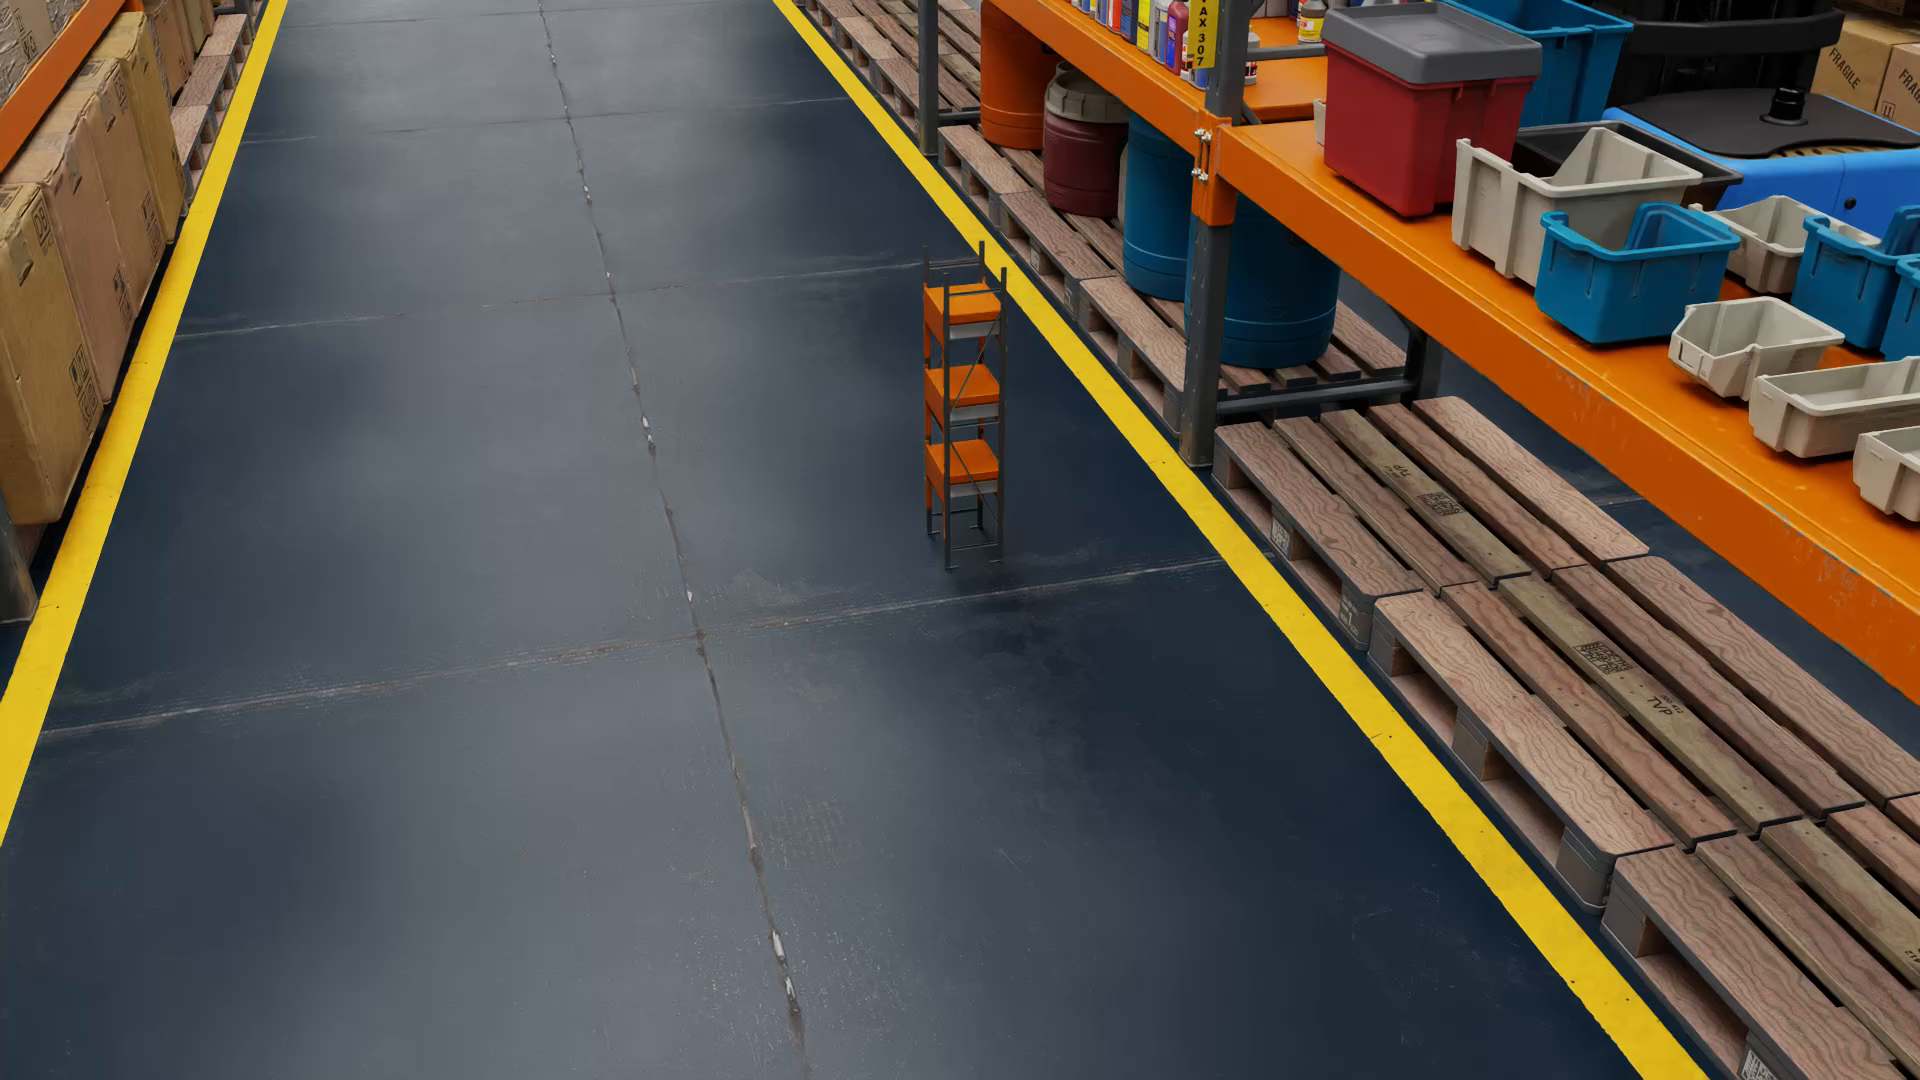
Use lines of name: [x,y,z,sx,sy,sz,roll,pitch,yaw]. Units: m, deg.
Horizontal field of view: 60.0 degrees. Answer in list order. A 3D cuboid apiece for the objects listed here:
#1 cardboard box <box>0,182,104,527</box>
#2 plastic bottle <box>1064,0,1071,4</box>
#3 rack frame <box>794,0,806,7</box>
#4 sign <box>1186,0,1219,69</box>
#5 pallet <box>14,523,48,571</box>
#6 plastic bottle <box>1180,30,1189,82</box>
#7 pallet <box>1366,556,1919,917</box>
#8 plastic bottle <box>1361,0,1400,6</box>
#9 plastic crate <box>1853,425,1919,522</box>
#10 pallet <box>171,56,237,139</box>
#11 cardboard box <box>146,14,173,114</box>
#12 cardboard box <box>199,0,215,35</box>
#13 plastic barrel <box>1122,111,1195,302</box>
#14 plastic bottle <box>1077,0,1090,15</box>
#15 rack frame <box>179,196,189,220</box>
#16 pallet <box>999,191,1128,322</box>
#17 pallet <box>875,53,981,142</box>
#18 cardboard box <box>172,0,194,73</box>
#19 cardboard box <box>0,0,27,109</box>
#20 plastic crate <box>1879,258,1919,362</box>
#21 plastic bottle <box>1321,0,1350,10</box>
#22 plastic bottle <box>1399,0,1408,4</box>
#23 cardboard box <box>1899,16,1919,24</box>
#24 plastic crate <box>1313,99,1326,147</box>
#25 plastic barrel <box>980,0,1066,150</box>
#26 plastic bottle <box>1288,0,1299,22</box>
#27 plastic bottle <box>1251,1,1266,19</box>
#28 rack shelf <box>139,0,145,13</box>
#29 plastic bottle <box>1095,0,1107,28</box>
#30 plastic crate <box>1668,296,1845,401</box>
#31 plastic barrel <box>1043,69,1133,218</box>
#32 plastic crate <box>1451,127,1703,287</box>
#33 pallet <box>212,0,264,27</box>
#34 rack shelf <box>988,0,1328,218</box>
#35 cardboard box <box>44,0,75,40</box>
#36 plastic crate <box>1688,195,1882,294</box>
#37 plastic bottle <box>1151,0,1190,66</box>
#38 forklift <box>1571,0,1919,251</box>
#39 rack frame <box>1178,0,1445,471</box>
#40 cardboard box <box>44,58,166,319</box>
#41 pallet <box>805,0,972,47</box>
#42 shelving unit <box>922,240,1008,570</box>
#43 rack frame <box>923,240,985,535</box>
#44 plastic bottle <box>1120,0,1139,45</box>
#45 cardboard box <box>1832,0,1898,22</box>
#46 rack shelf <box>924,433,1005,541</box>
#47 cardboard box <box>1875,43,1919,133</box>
cardboard box: [-3.640,-0.564,5.432,1.225,0.875,0.875,-8,31,-13]
plastic bottle: [0.475,-2.454,7.111,0.061,0.283,0.133,-8,31,-13]
rack frame: [-0.799,-5.518,12.289,1.000,3.000,0.127,-8,31,-13]
sign: [0.793,-1.702,5.419,0.100,0.325,0.005,-8,31,-13]
pallet: [-3.728,-0.151,5.801,1.003,0.211,1.213,-8,31,-13]
plastic bottle: [0.851,-1.768,6.008,0.097,0.201,0.097,0,30,0]
pallet: [1.884,0.493,4.688,1.003,0.211,1.213,-8,31,-13]
plastic bottle: [1.533,-1.865,6.028,0.144,0.351,0.185,-8,31,-13]
plastic crate: [1.932,-0.146,3.211,0.396,0.136,0.243,-8,31,-13]
pallet: [-5.039,-2.686,10.181,1.003,0.211,1.213,-8,31,-13]
cardboard box: [-4.869,-2.623,9.344,0.700,0.500,0.500,-10,32,-17]
cardboard box: [-5.432,-3.669,11.150,0.700,0.500,0.500,-10,32,-17]
plastic barrel: [1.008,-1.535,7.083,0.600,0.901,0.708,-8,31,-13]
plastic bottle: [0.580,-2.345,6.931,0.152,0.276,0.135,-8,31,-13]
rack frame: [-4.513,-2.928,7.814,1.000,3.000,0.127,-8,31,-13]
pallet: [0.832,-1.416,7.985,1.003,0.211,1.213,-8,31,-13]
pallet: [0.094,-2.759,10.305,1.003,0.211,1.213,-8,31,-13]
cardboard box: [-5.175,-3.166,10.281,0.700,0.500,0.500,-11,32,-18]
cardboard box: [-3.599,-1.779,5.729,0.500,0.500,0.500,-9,31,-14]
plastic crate: [2.288,-0.475,3.683,0.416,0.233,0.300,-8,31,-13]
plastic bottle: [1.472,-2.051,6.424,0.152,0.276,0.135,-8,31,-13]
plastic bottle: [1.603,-1.902,6.158,0.061,0.283,0.133,-8,31,-13]
cardboard box: [5.651,-2.681,9.444,0.500,0.500,0.500,-9,31,-15]
plastic crate: [1.310,-1.322,5.243,0.396,0.136,0.243,-8,31,-13]
plastic barrel: [0.409,-2.595,8.985,0.600,0.830,0.708,-8,31,-13]
plastic bottle: [1.403,-2.266,6.788,0.061,0.283,0.133,-8,31,-13]
plastic bottle: [1.176,-2.302,6.856,0.152,0.276,0.135,-8,31,-13]
rack shelf: [-5.044,-3.582,9.663,1.077,0.370,4.000,-8,31,-13]
plastic bottle: [0.642,-2.233,6.737,0.152,0.276,0.135,-8,31,-13]
plastic crate: [1.738,-0.418,3.680,0.298,0.136,0.250,-8,31,-13]
plastic barrel: [0.709,-1.945,8.104,0.600,0.588,0.708,-8,31,-13]
plastic crate: [1.552,-0.867,4.312,0.437,0.282,0.530,-8,31,-13]
pallet: [-5.787,-3.972,12.402,1.003,0.211,1.213,-8,31,-13]
rack shelf: [0.793,-2.309,7.463,1.077,0.370,4.000,-8,31,-13]
cardboard box: [-3.875,-2.273,6.584,0.500,0.500,0.500,-9,31,-15]
plastic crate: [2.076,-0.765,4.281,0.293,0.136,0.466,-8,31,-13]
plastic bottle: [0.811,-1.924,6.204,0.152,0.276,0.135,-8,31,-13]
forklift: [2.893,-2.446,7.051,1.130,2.935,3.031,-6,31,-10]
rack frame: [1.324,-1.654,5.614,1.000,3.000,0.127,-8,31,-13]
cardboard box: [-4.120,-1.422,6.914,1.225,0.875,0.875,-8,31,-13]
pallet: [-0.553,-3.937,12.341,1.003,0.211,1.213,-8,31,-13]
shelving unit: [0.014,-0.429,5.442,0.215,1.050,0.252,-8,31,-13]
rack frame: [-0.018,-0.487,5.544,0.200,1.050,0.008,-8,31,-13]
plastic bottle: [0.716,-2.123,6.472,0.144,0.351,0.185,-8,31,-13]
cardboard box: [5.029,-2.842,9.721,0.500,0.500,0.500,-9,31,-15]
rack shelf: [0.014,-0.179,5.587,0.215,0.259,0.240,-8,31,-13]
cardboard box: [5.301,-2.347,8.867,0.500,0.500,0.500,-9,31,-15]
